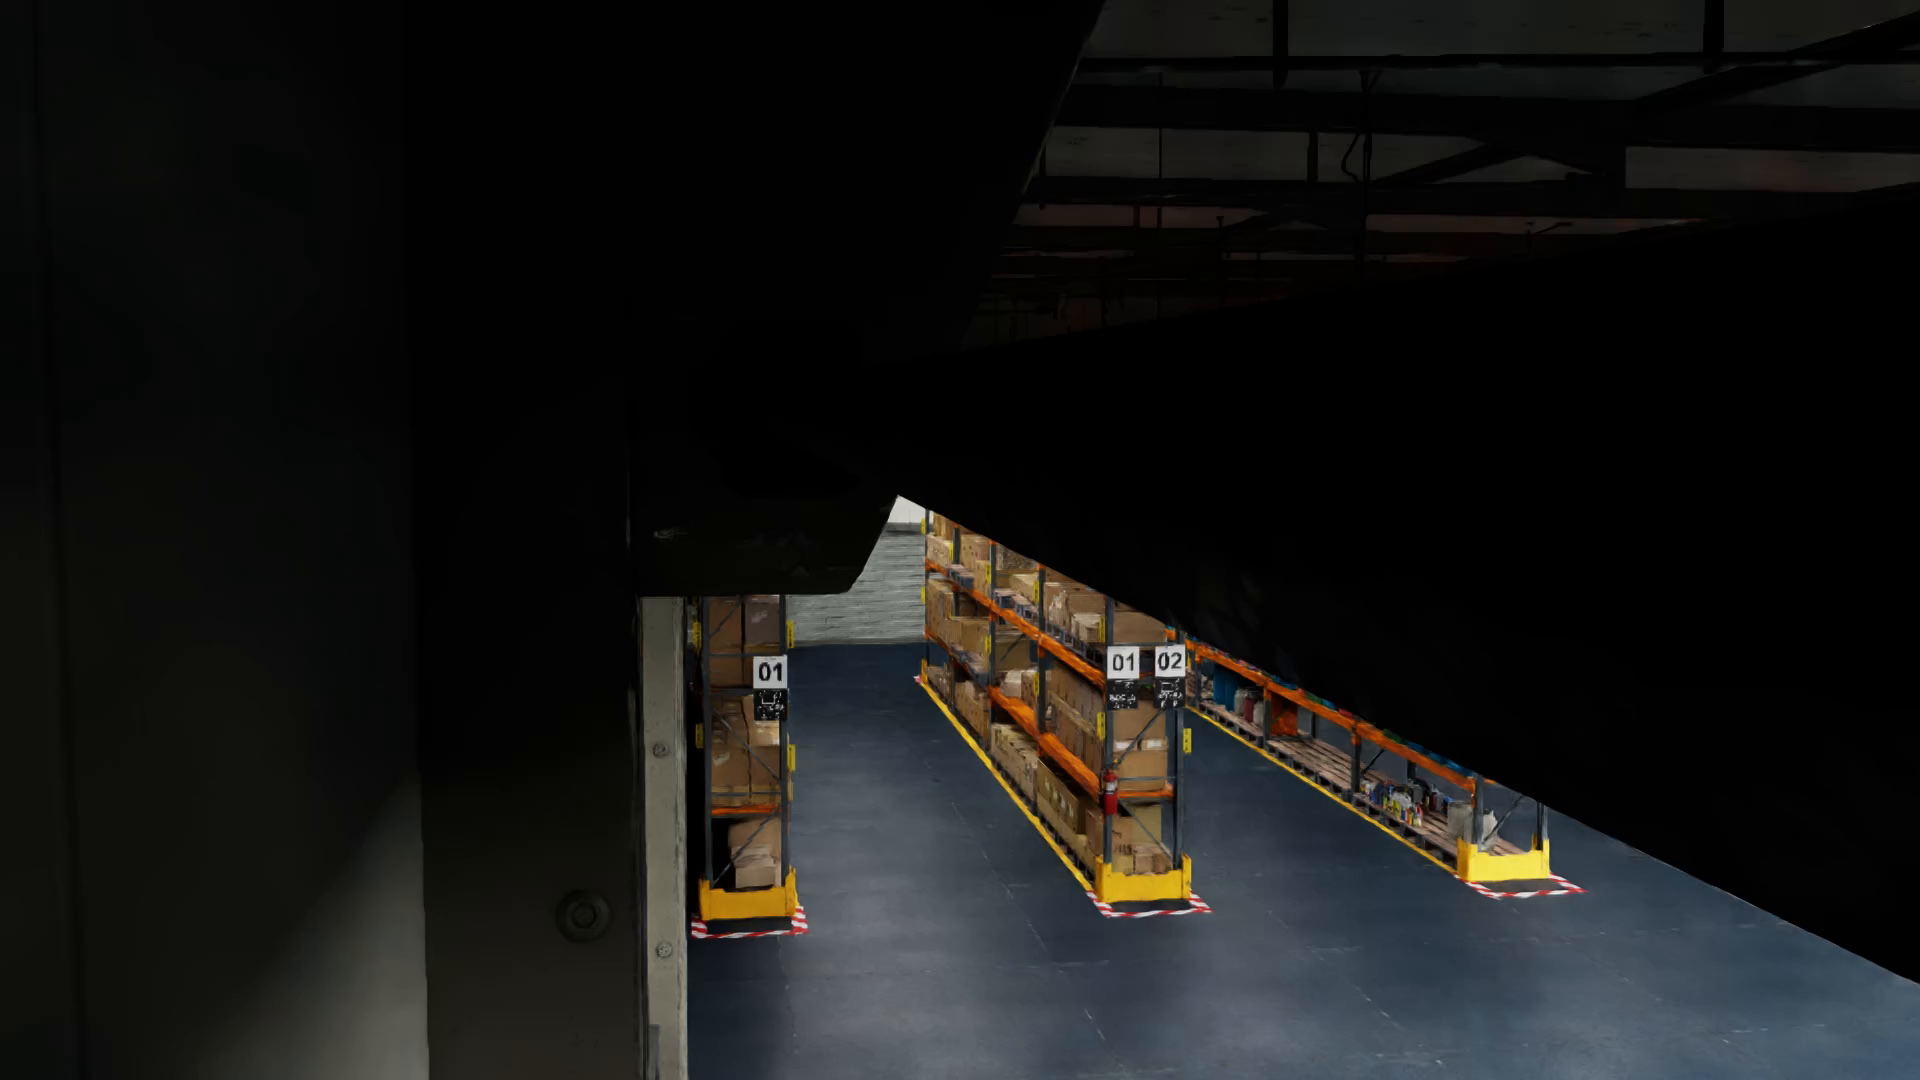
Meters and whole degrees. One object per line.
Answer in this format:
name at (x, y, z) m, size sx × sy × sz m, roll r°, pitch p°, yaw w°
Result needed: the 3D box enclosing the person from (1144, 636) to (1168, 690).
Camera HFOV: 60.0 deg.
person at (3.968, 2.481, 33.926) m, size 0.550 × 1.762 × 0.947 m, roll 1°, pitch 5°, yaw 9°
